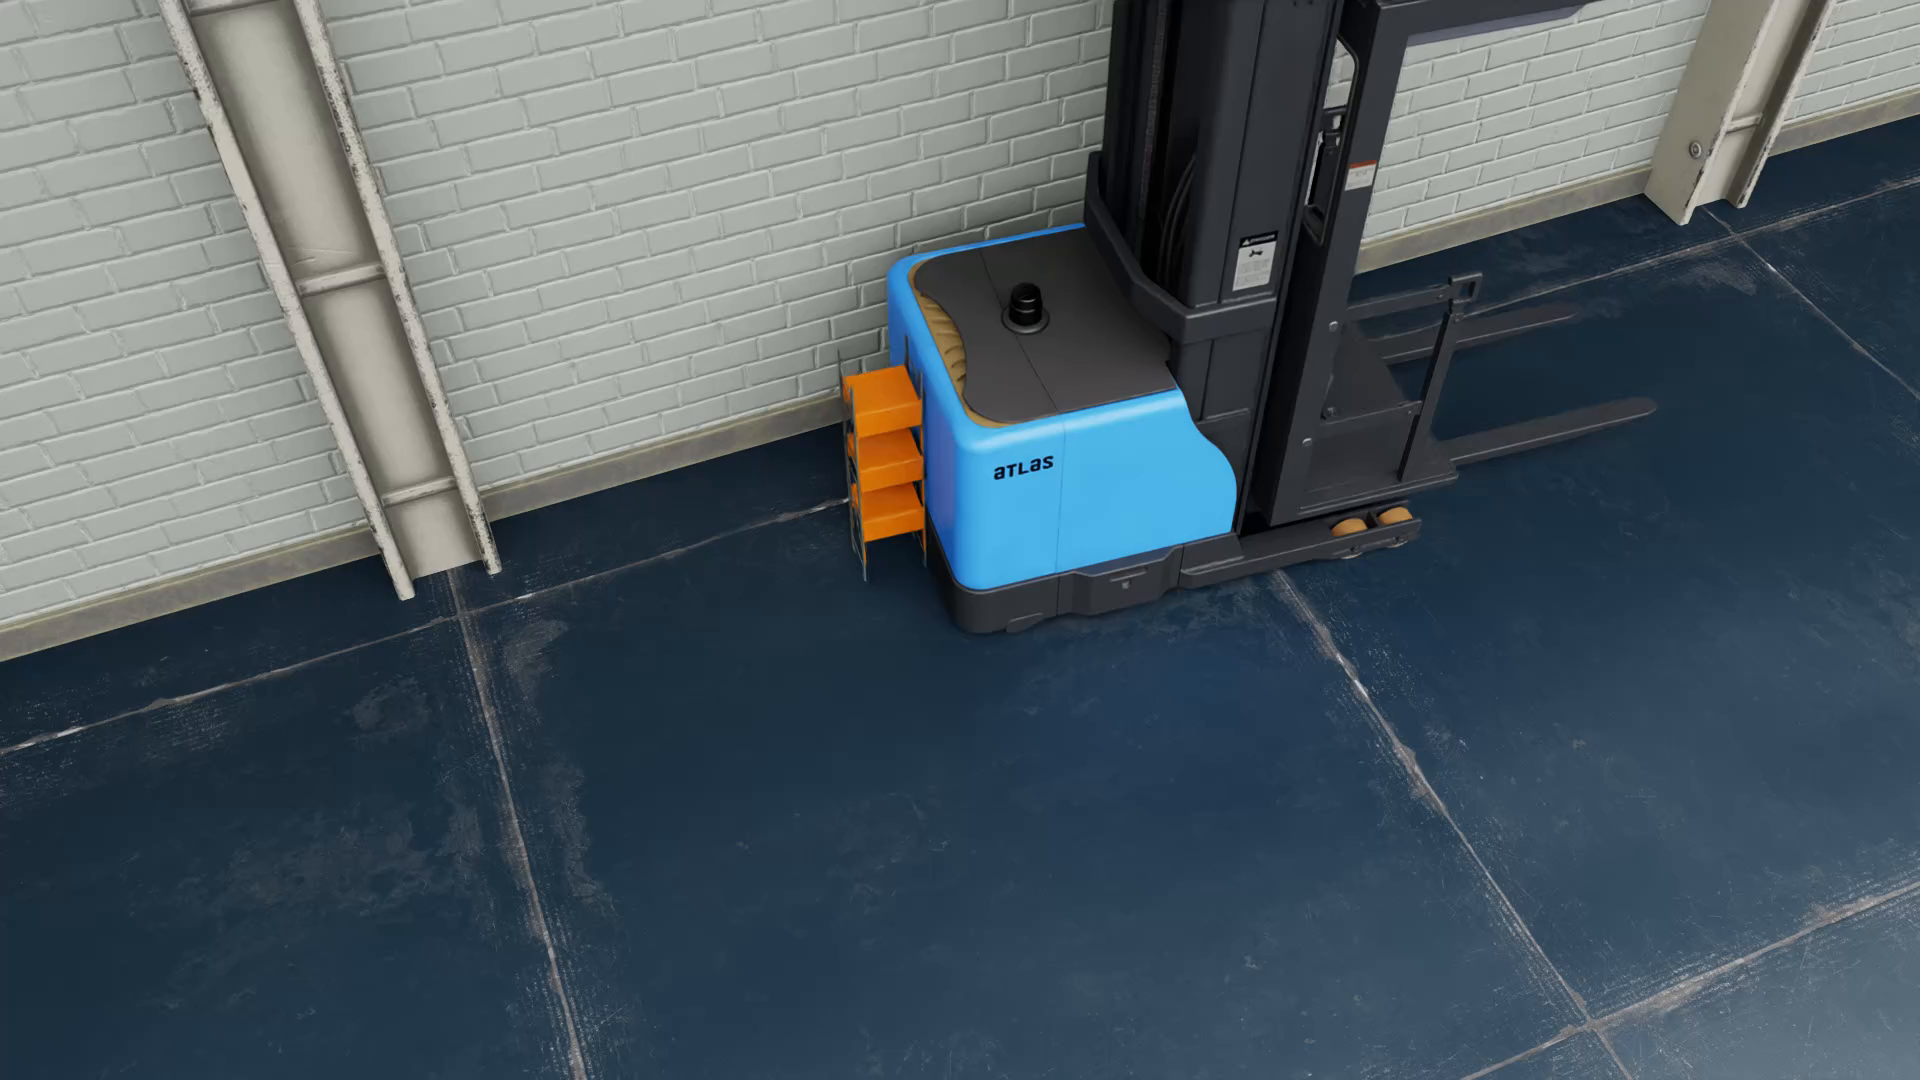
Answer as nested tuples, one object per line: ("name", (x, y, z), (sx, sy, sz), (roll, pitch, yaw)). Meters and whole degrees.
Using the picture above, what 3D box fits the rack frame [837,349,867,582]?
("rack frame", (-0.395, -0.250, 6.113), (0.008, 1.050, 0.200), (-13, 51, -11))

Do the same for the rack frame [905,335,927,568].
("rack frame", (-0.162, -0.304, 6.160), (0.008, 1.050, 0.200), (-13, 51, -11))

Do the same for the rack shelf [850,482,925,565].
("rack shelf", (-0.278, -0.089, 6.355), (0.240, 0.259, 0.215), (-13, 51, -11))

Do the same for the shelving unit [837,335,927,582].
("shelving unit", (-0.278, -0.277, 6.137), (0.252, 1.050, 0.215), (-13, 51, -11))

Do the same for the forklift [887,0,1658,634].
("forklift", (1.295, -1.254, 5.736), (3.031, 2.935, 1.130), (-13, 51, -11))

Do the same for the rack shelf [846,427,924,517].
("rack shelf", (-0.278, -0.270, 6.145), (0.240, 0.259, 0.215), (-13, 51, -11))

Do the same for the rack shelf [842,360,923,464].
("rack shelf", (-0.278, -0.455, 5.929), (0.240, 0.259, 0.215), (-13, 51, -11))

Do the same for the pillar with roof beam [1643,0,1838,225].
("pillar with roof beam", (5.157, -1.561, 1.999), (0.400, 9.000, 9.100), (-17, 52, -14))

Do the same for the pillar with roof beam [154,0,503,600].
("pillar with roof beam", (-0.398, 0.160, 0.521), (0.400, 9.000, 9.100), (-17, 52, -14))
